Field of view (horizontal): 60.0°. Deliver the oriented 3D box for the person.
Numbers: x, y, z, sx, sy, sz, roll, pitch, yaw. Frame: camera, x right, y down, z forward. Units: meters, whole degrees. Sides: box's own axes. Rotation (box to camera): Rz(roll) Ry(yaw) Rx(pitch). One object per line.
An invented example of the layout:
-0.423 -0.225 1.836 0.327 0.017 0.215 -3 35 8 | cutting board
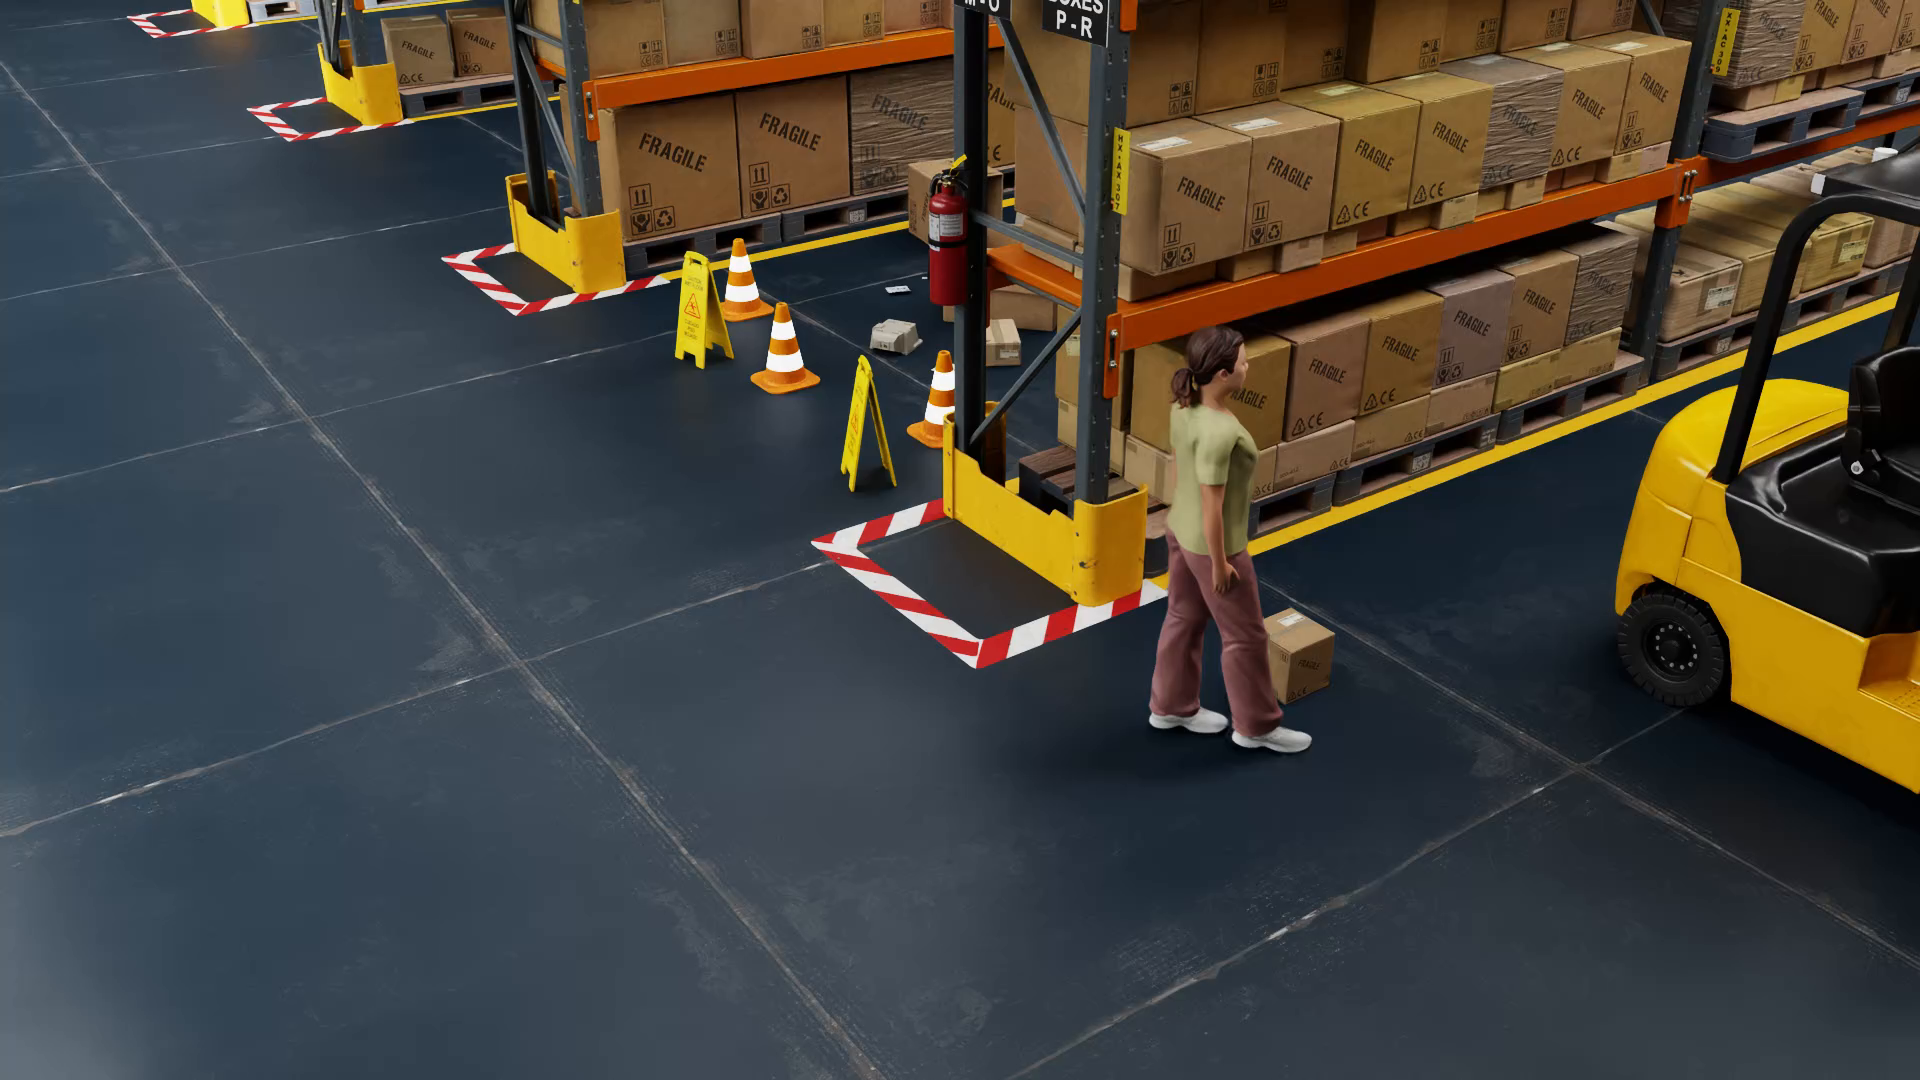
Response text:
1.017 0.110 6.182 0.599 1.415 0.464 -6 29 -11 | person
